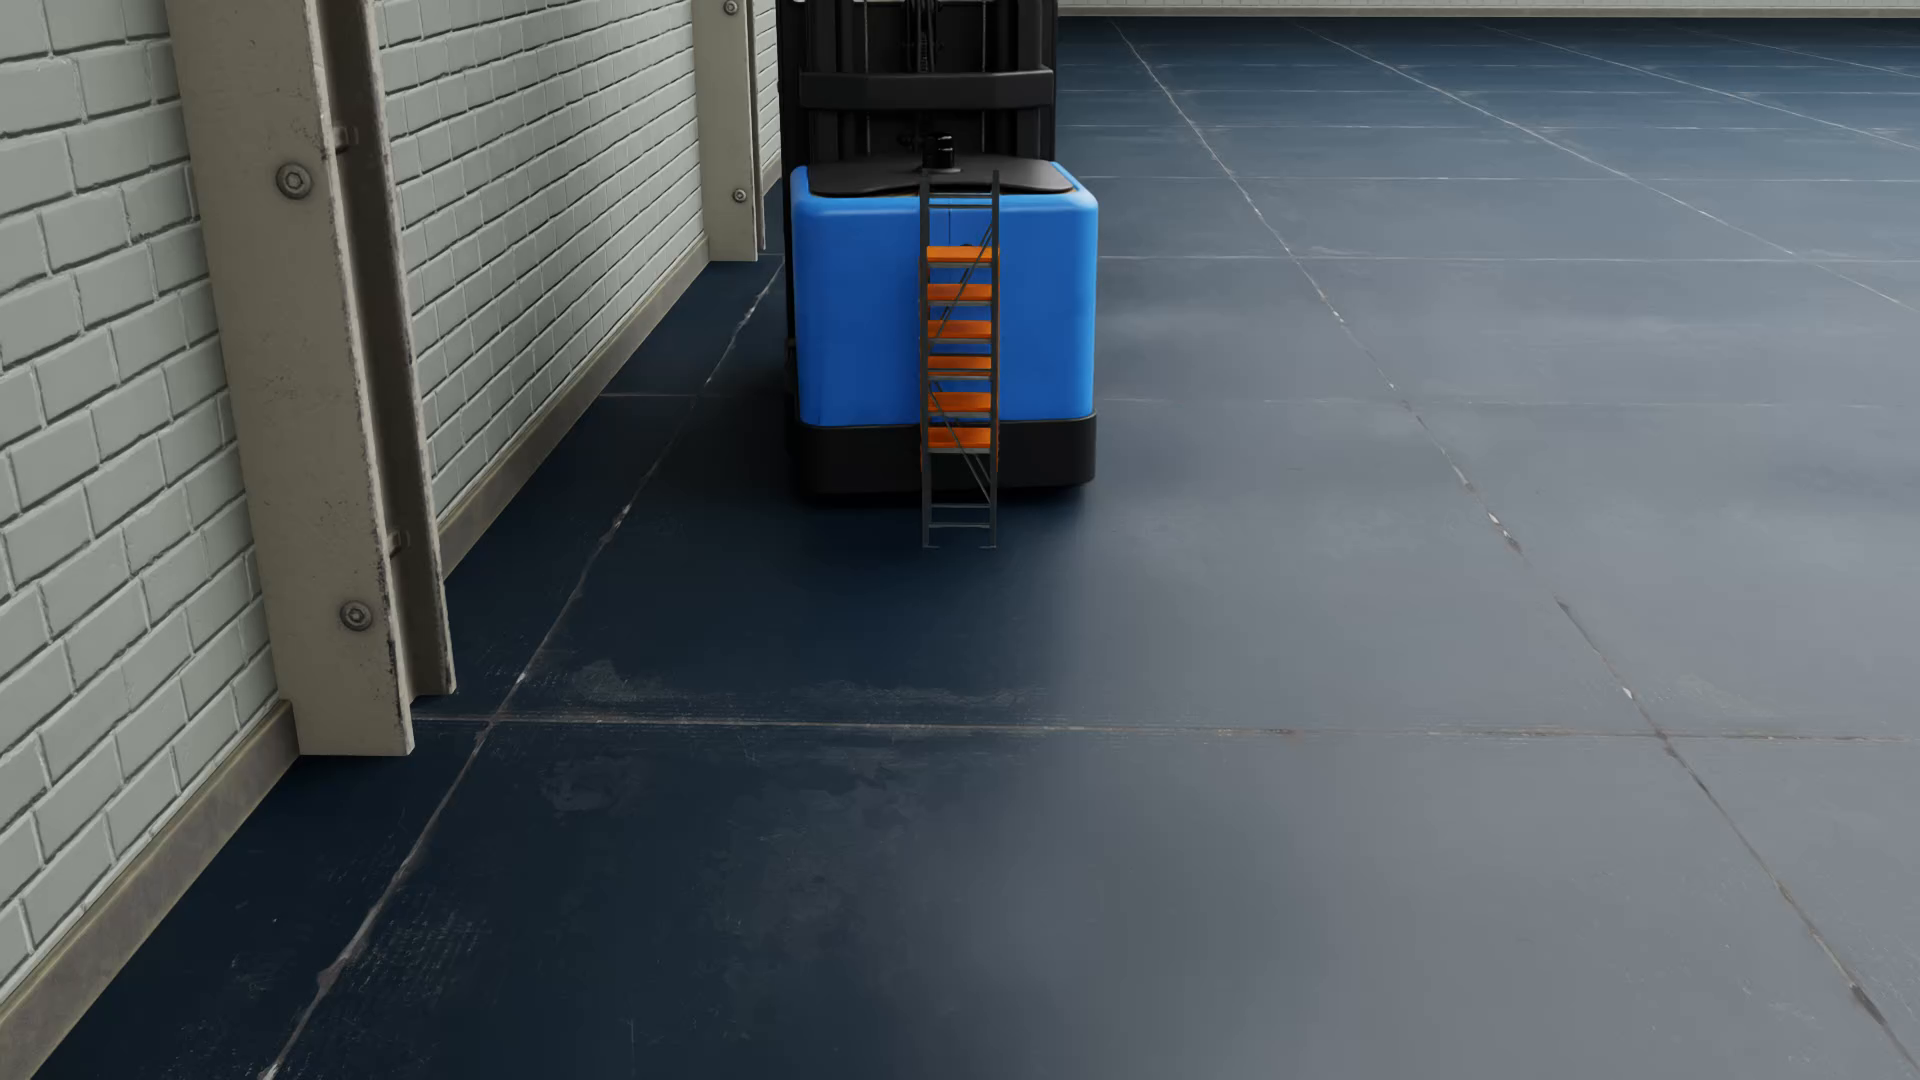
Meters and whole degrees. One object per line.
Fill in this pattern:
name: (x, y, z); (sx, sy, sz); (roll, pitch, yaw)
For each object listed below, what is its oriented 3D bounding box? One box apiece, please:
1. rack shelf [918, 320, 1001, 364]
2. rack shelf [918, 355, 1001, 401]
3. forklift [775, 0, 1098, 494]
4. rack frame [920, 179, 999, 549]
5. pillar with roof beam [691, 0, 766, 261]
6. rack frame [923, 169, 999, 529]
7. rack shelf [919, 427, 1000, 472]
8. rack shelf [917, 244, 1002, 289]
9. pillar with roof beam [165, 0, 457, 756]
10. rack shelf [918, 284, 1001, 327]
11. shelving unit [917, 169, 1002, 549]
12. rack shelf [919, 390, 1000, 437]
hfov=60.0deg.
rack shelf: (0.000, -0.635, 5.298); (0.258, 0.103, 0.180); (1, 21, 2)
rack shelf: (0.000, -0.523, 5.341); (0.258, 0.103, 0.180); (1, 21, 2)
forklift: (-0.194, -2.018, 6.679); (1.130, 2.935, 3.031); (-2, 21, -6)
rack frame: (-0.002, -0.532, 5.240); (0.240, 1.200, 0.006); (1, 21, 2)
pillar with roof beam: (2.962, -5.853, 8.173); (9.100, 9.000, 0.400); (1, 21, 2)
rack frame: (0.003, -0.598, 5.411); (0.240, 1.200, 0.006); (1, 21, 2)
rack shelf: (0.000, -0.299, 5.428); (0.258, 0.103, 0.180); (1, 21, 2)
rack shelf: (0.000, -0.859, 5.211); (0.258, 0.103, 0.180); (1, 21, 2)
pillar with roof beam: (2.779, -3.684, 2.582); (9.100, 9.000, 0.400); (1, 21, 2)
rack shelf: (0.000, -0.747, 5.255); (0.258, 0.103, 0.180); (1, 21, 2)
shelving unit: (0.000, -0.565, 5.325); (0.258, 1.200, 0.189); (1, 21, 2)
rack shelf: (0.000, -0.411, 5.385); (0.258, 0.103, 0.180); (1, 21, 2)
